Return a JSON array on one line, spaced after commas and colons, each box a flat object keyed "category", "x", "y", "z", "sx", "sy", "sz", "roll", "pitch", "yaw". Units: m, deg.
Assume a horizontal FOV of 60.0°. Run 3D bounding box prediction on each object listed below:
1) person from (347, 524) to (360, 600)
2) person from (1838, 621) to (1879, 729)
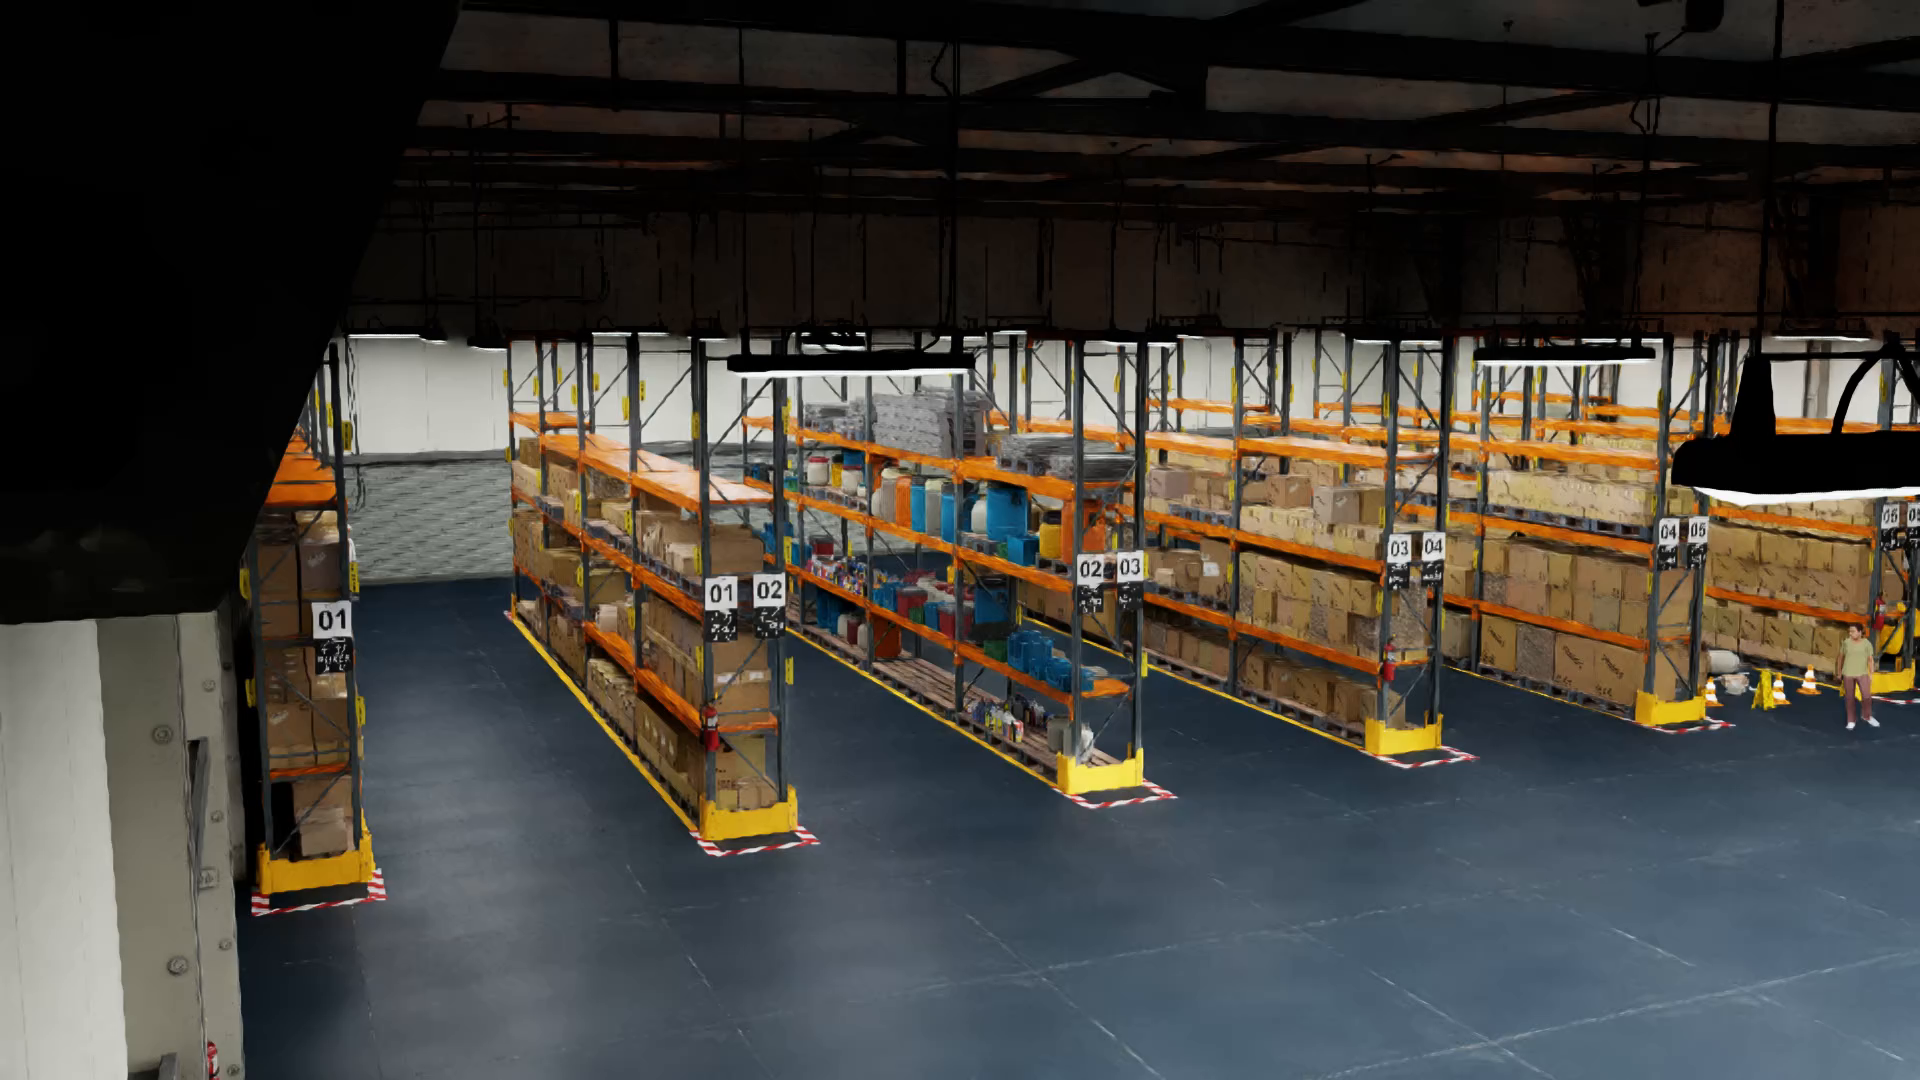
[{"category": "person", "x": -13.605, "y": 0.487, "z": 36.579, "sx": 0.459, "sy": 1.772, "sz": 0.690, "roll": 2, "pitch": 8, "yaw": 14}, {"category": "person", "x": 13.713, "y": 2.057, "z": 25.343, "sx": 0.616, "sy": 1.667, "sz": 0.427, "roll": 5, "pitch": 9, "yaw": 33}]
